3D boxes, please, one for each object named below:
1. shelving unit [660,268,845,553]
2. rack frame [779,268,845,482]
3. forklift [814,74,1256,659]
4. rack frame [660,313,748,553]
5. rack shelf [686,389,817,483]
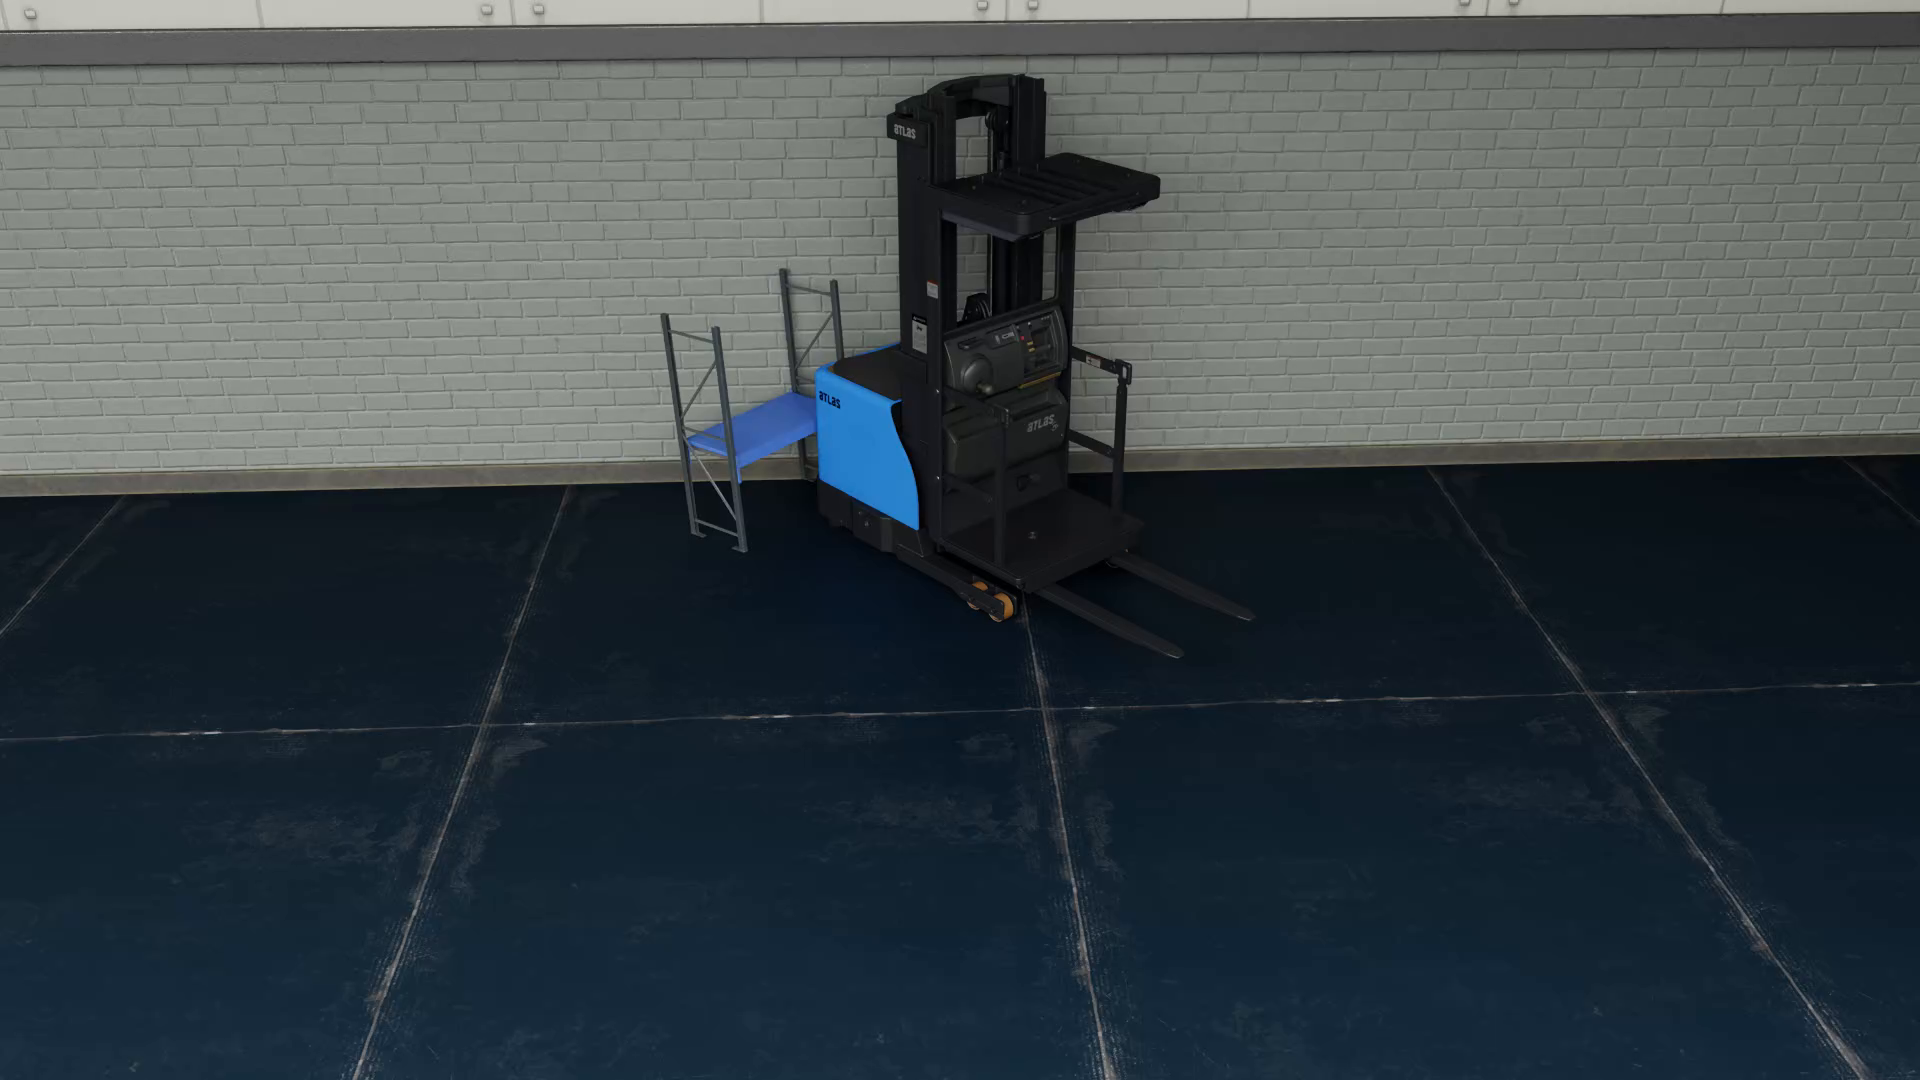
[{"bbox_3d":[-1.263,-0.846,10.693,0.538,1.500,1.048,18,34,36],"label":"shelving unit"},{"bbox_3d":[-0.938,-1.038,11.034,0.500,1.500,0.032,18,34,36],"label":"rack frame"},{"bbox_3d":[0.420,-1.084,9.658,1.130,2.935,3.031,-23,35,-36],"label":"forklift"},{"bbox_3d":[-1.588,-0.654,10.353,0.500,1.500,0.032,18,34,36],"label":"rack frame"},{"bbox_3d":[-1.253,-0.686,10.774,0.538,0.185,1.000,18,34,36],"label":"rack shelf"}]
